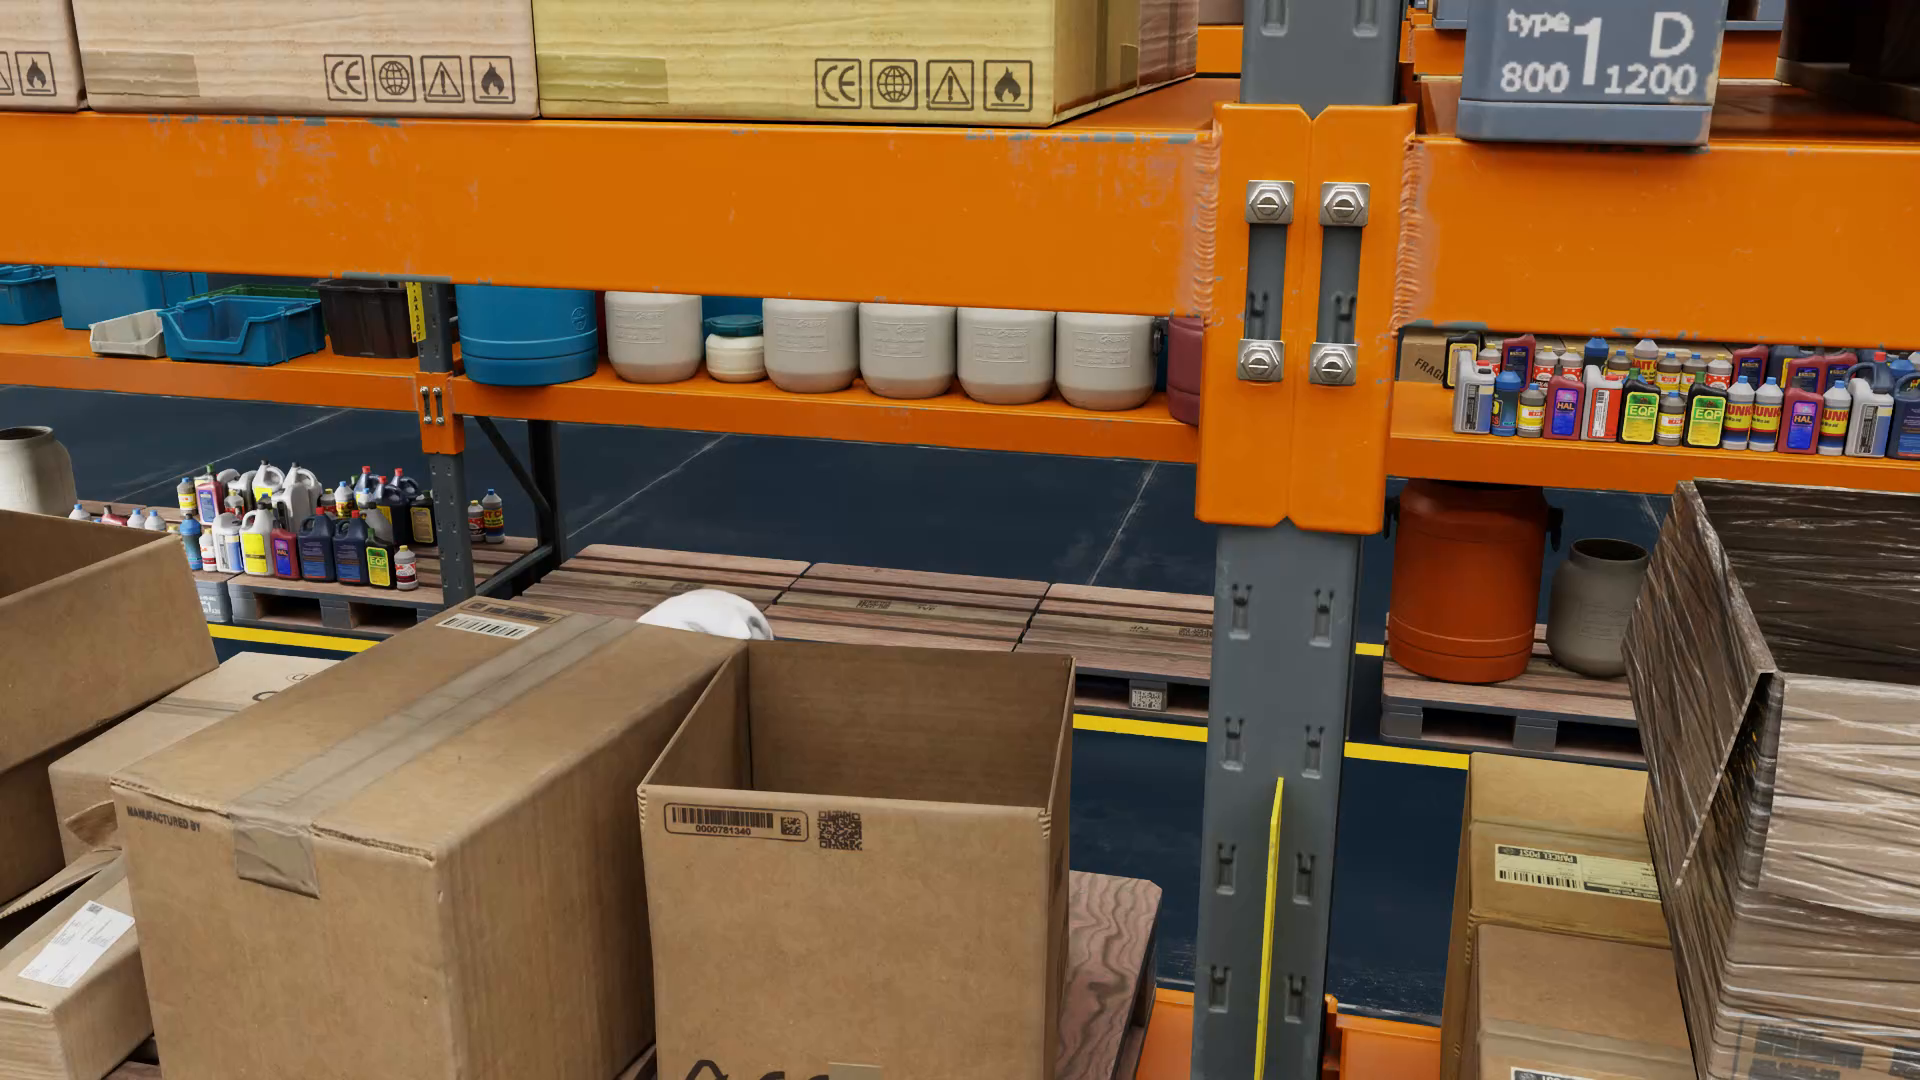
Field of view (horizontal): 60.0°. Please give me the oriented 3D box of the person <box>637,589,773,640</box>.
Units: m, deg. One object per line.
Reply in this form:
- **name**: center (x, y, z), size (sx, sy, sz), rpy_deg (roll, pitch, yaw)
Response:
- **person**: center (-1.017, 0.593, 6.435), size (0.525, 0.868, 0.958), rpy_deg (4, 19, 13)
